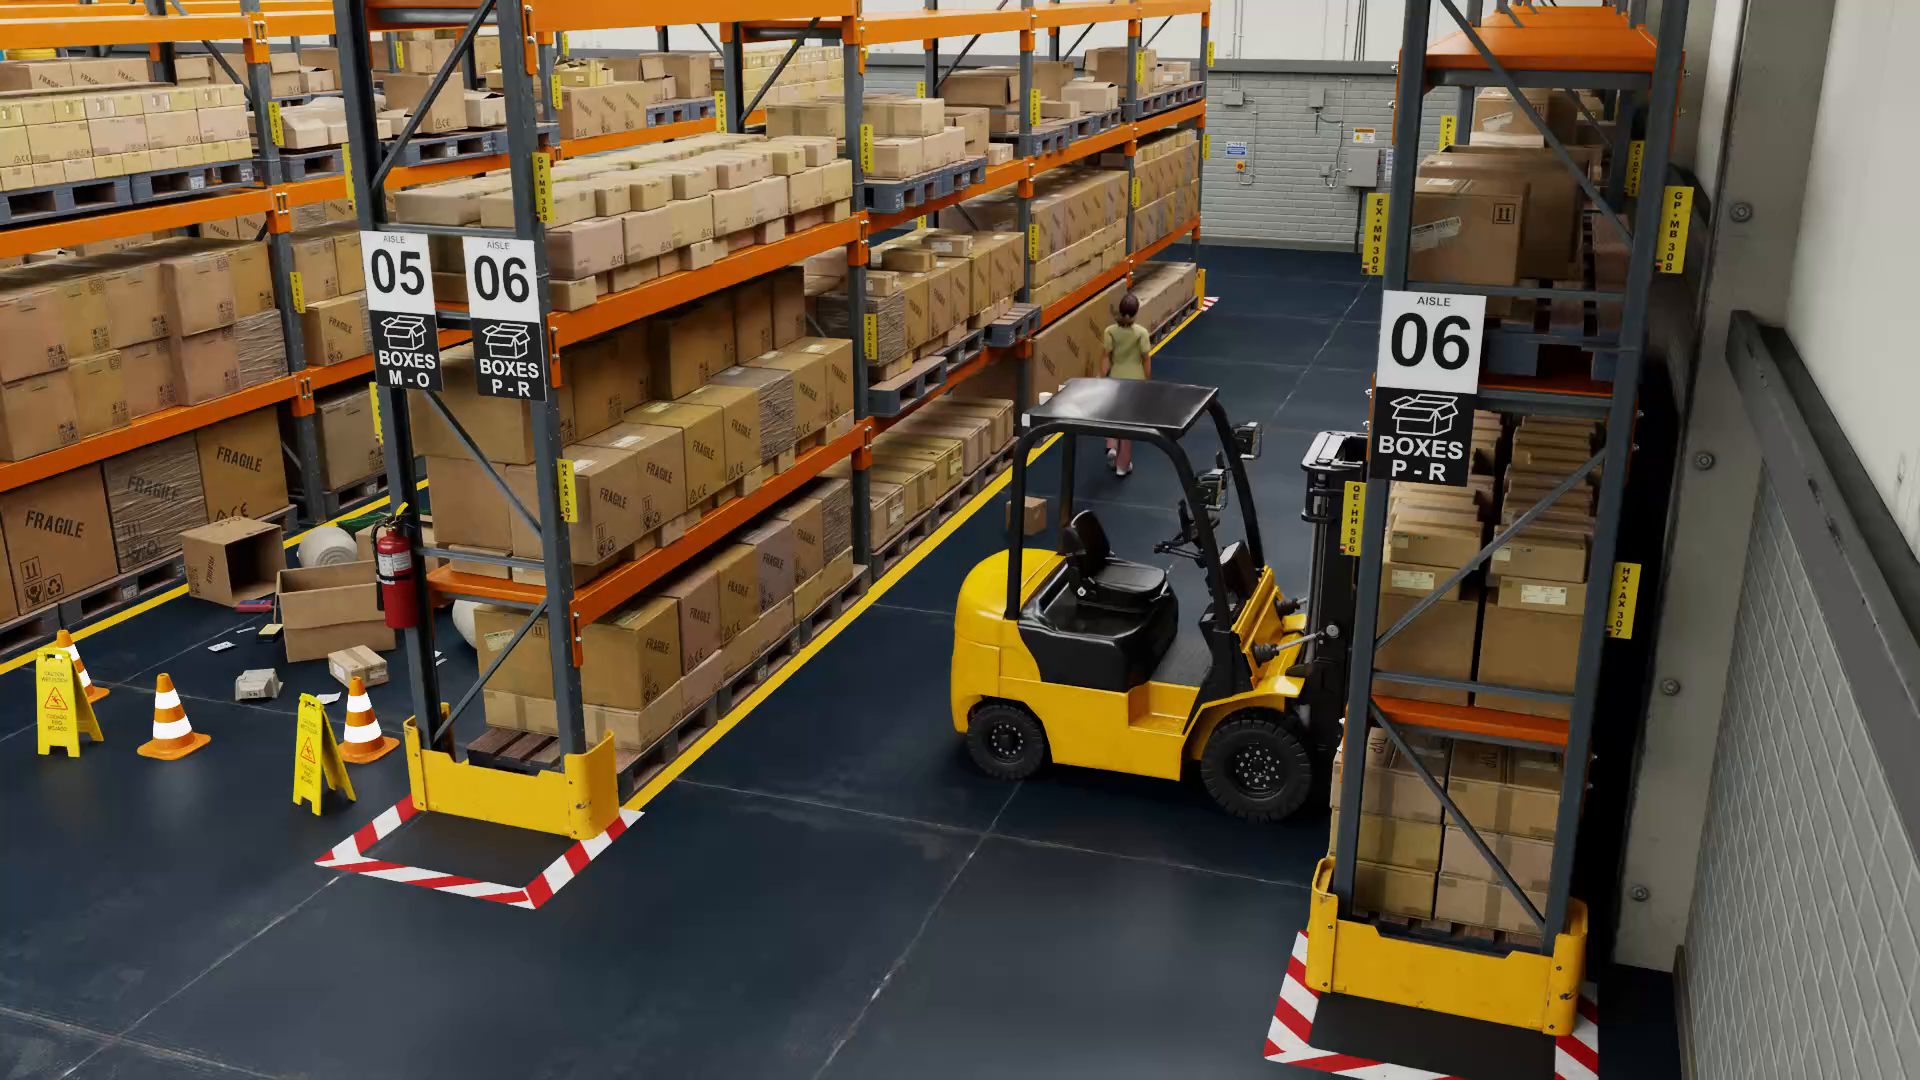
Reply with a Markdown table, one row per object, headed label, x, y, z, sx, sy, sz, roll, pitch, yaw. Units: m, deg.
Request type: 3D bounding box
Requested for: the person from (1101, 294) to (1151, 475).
| label | x | y | z | sx | sy | sz | roll | pitch | yaw |
| --- | --- | --- | --- | --- | --- | --- | --- | --- | --- |
| person | 1.539 | -1.431 | 15.252 | 0.441 | 1.676 | 0.465 | 7 | 20 | 20 |
